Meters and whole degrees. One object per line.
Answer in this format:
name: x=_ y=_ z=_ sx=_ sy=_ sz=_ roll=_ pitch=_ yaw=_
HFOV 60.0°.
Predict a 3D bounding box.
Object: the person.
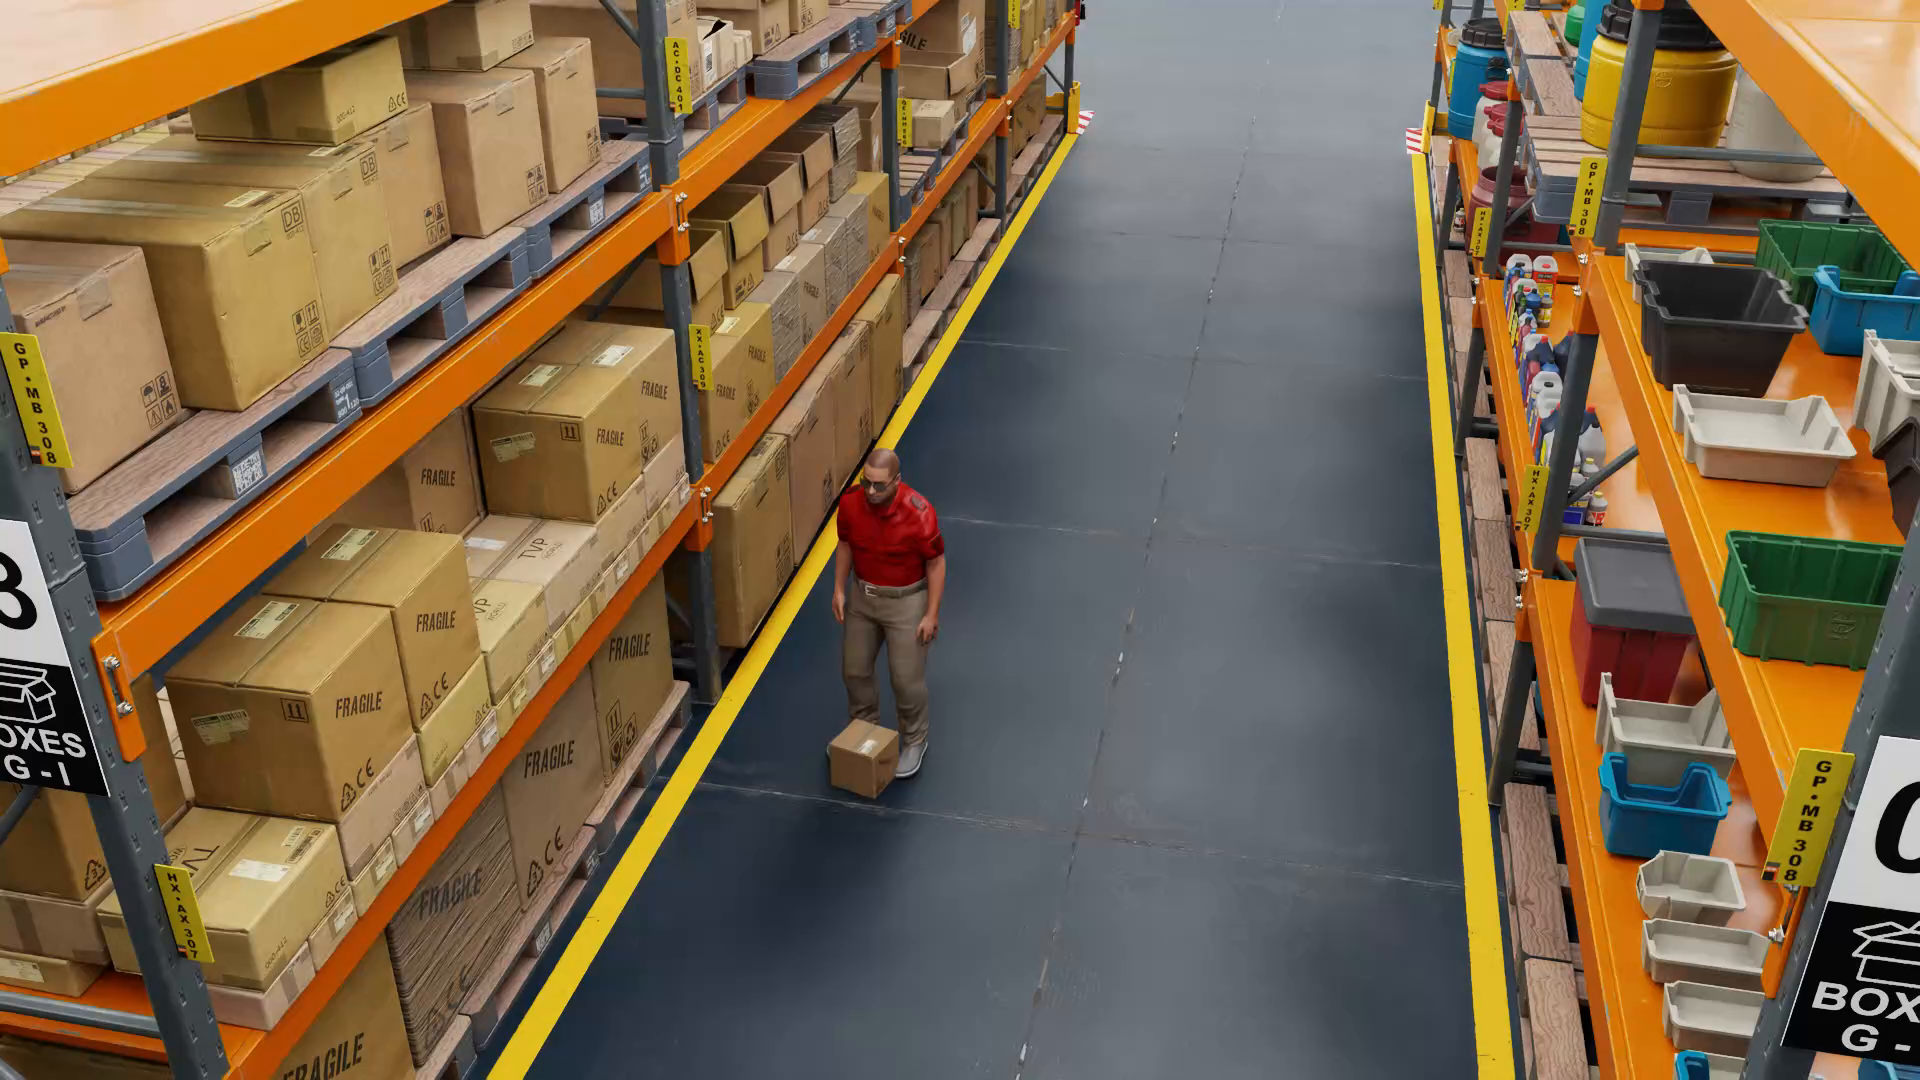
person: x=-0.357 y=0.320 z=8.050 sx=0.582 sy=1.726 sz=0.397 roll=13 pitch=31 yaw=22
